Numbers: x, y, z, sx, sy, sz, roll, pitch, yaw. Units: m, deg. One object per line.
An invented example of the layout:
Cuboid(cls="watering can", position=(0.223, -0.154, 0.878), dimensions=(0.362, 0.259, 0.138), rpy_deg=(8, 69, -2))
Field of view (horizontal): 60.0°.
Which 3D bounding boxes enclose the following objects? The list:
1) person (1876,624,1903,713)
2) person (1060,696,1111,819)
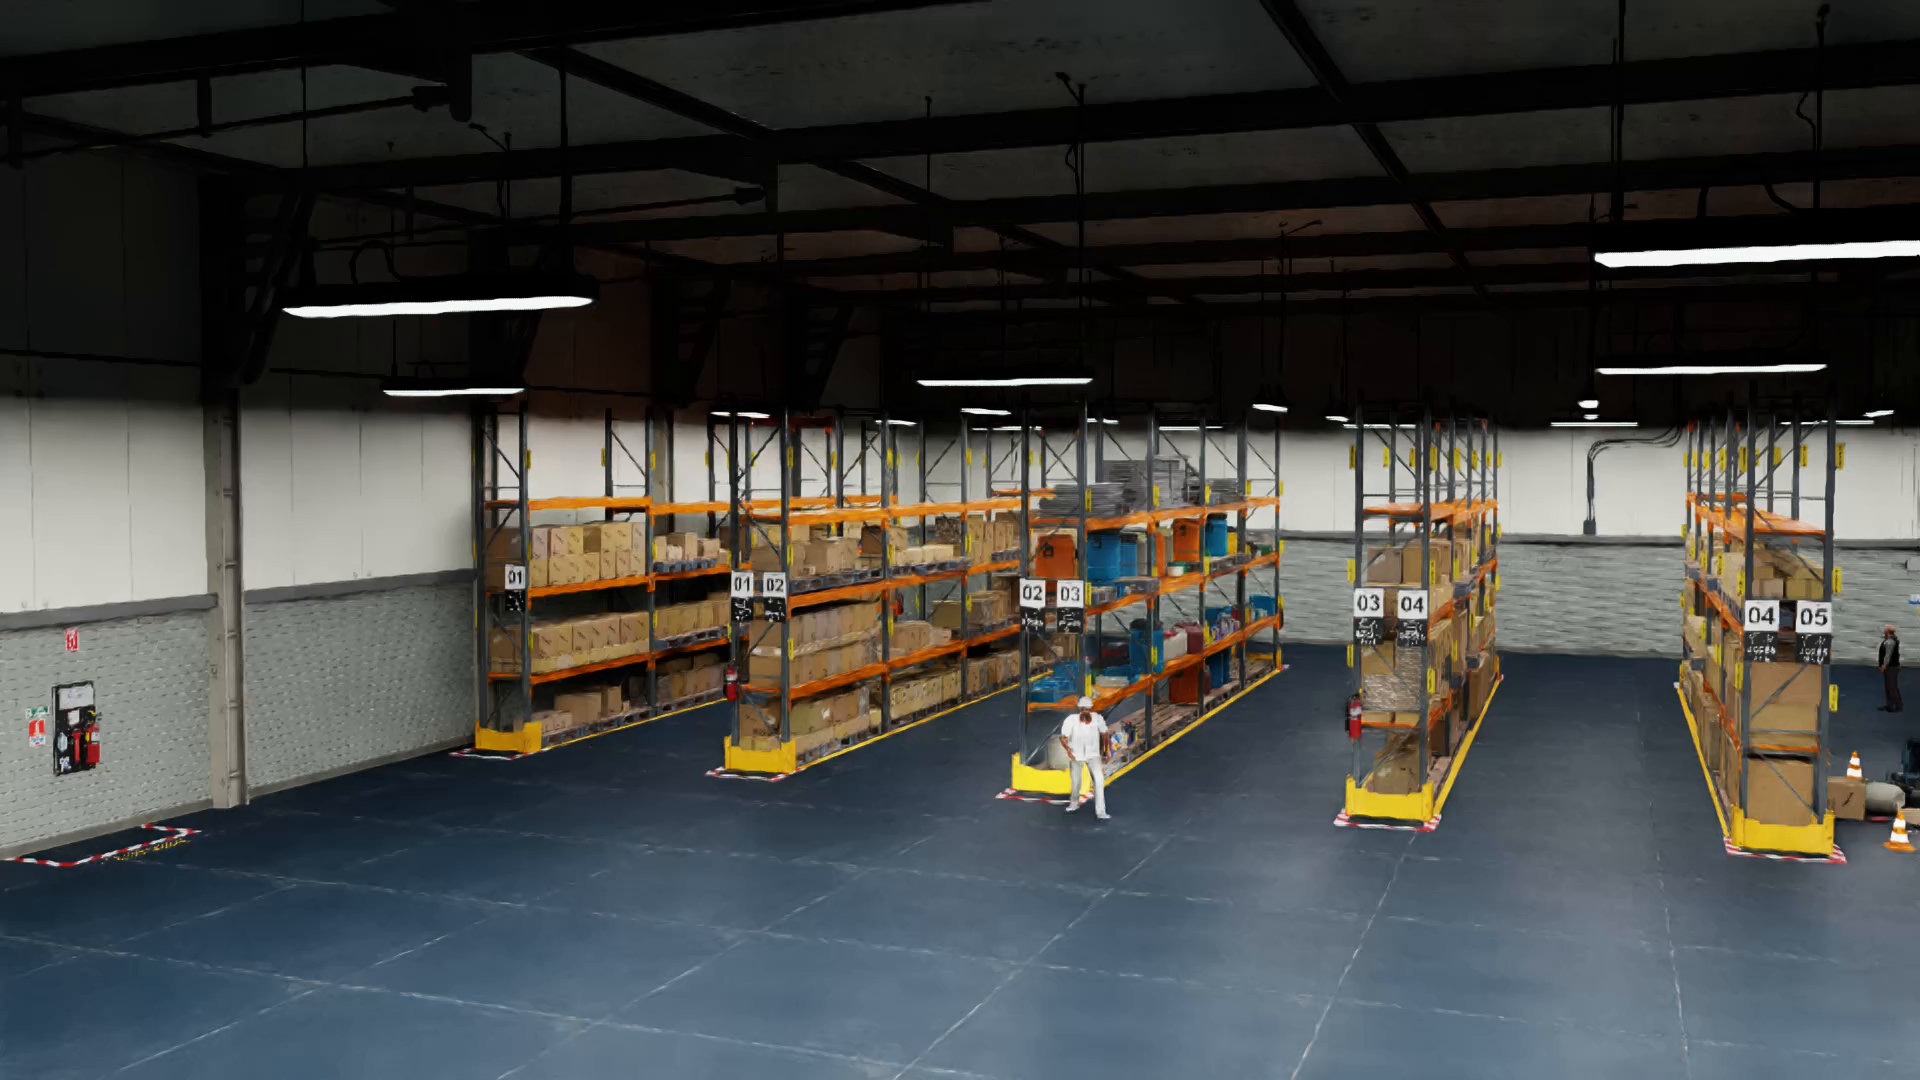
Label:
Cuboid(cls="person", position=(18.445, 2.545, 32.950), dimensions=(0.467, 1.745, 0.565), rpy_deg=(2, 3, 33))
Cuboid(cls="person", position=(1.752, 3.014, 23.269), dimensions=(0.708, 1.703, 0.843), rpy_deg=(0, 3, 4))
